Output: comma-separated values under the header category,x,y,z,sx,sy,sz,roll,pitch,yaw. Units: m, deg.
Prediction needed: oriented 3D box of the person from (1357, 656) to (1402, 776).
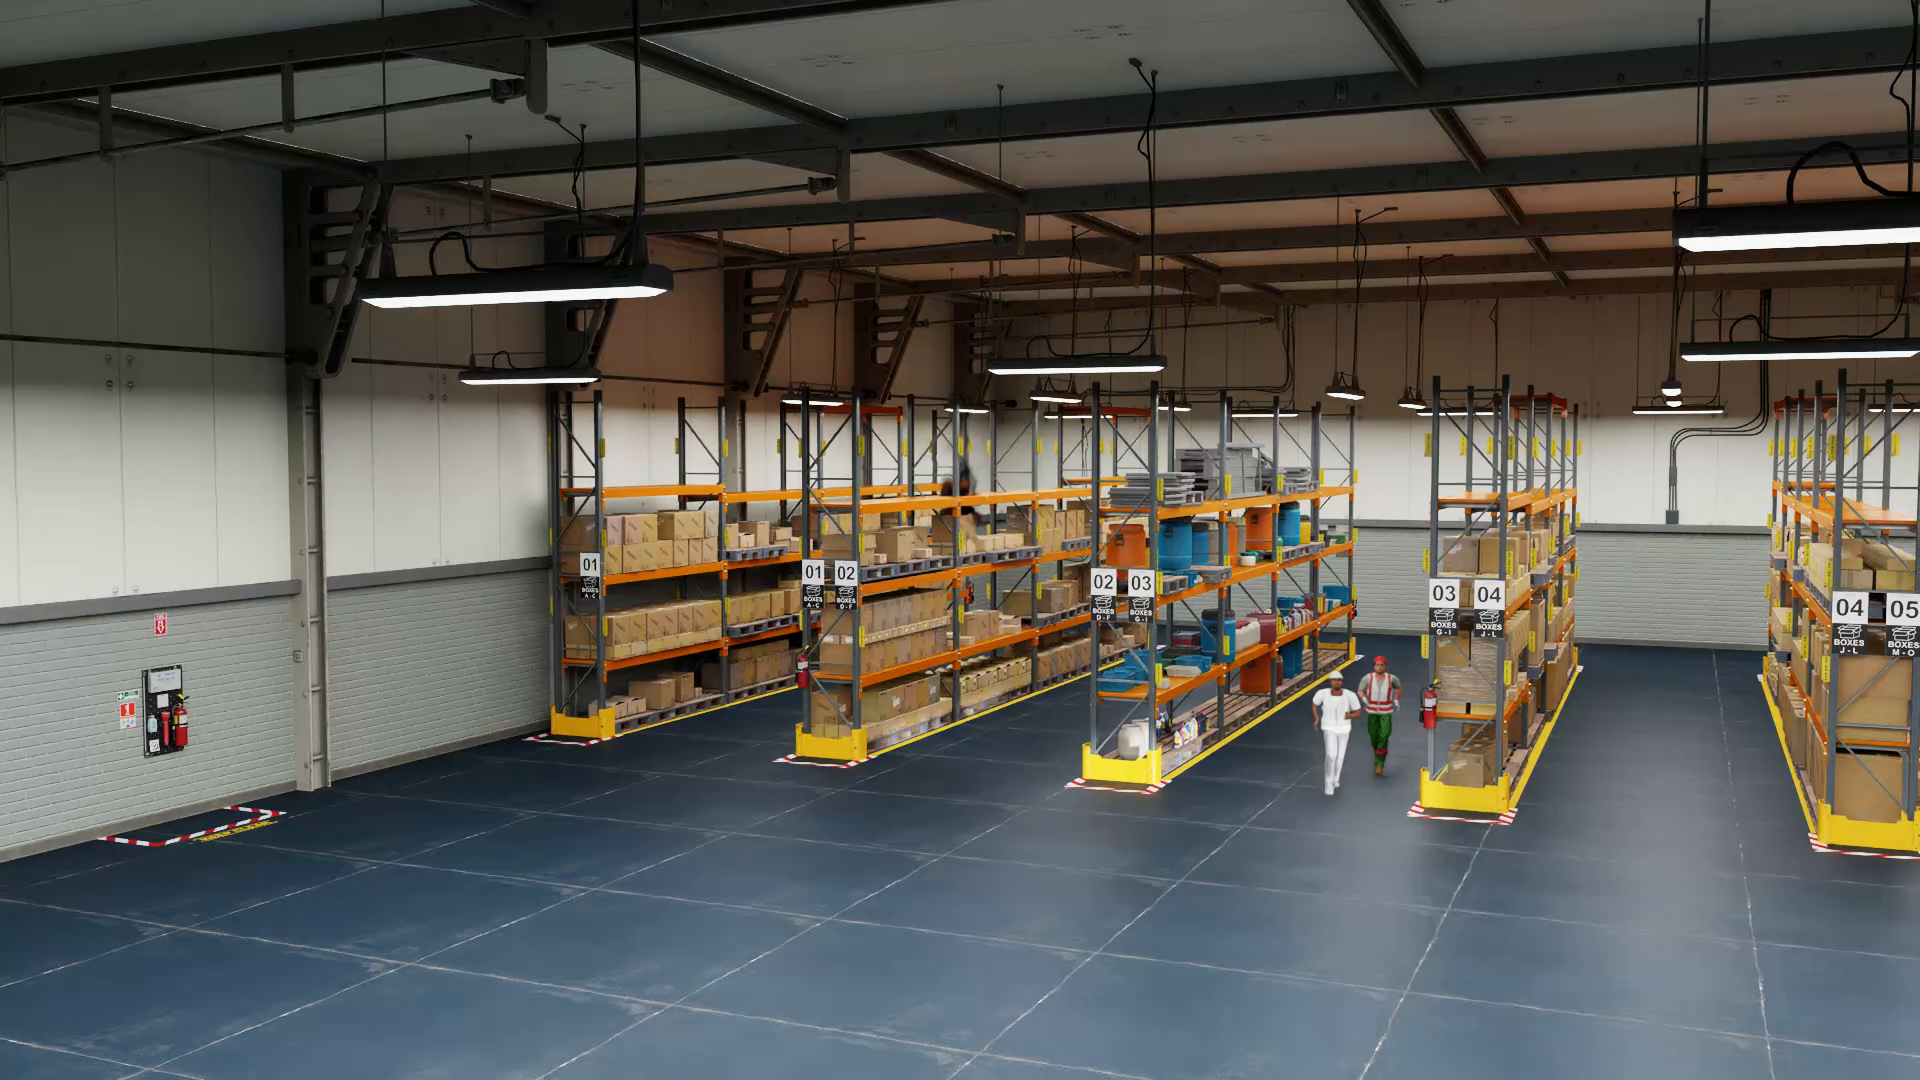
category,x,y,z,sx,sy,sz,roll,pitch,yaw
person,6.461,2.672,25.665,0.649,1.778,1.007,1,3,19

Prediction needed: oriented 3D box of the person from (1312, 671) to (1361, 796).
category,x,y,z,sx,sy,sz,roll,pitch,yaw
person,5.466,2.789,24.116,0.676,1.805,0.730,0,3,5
